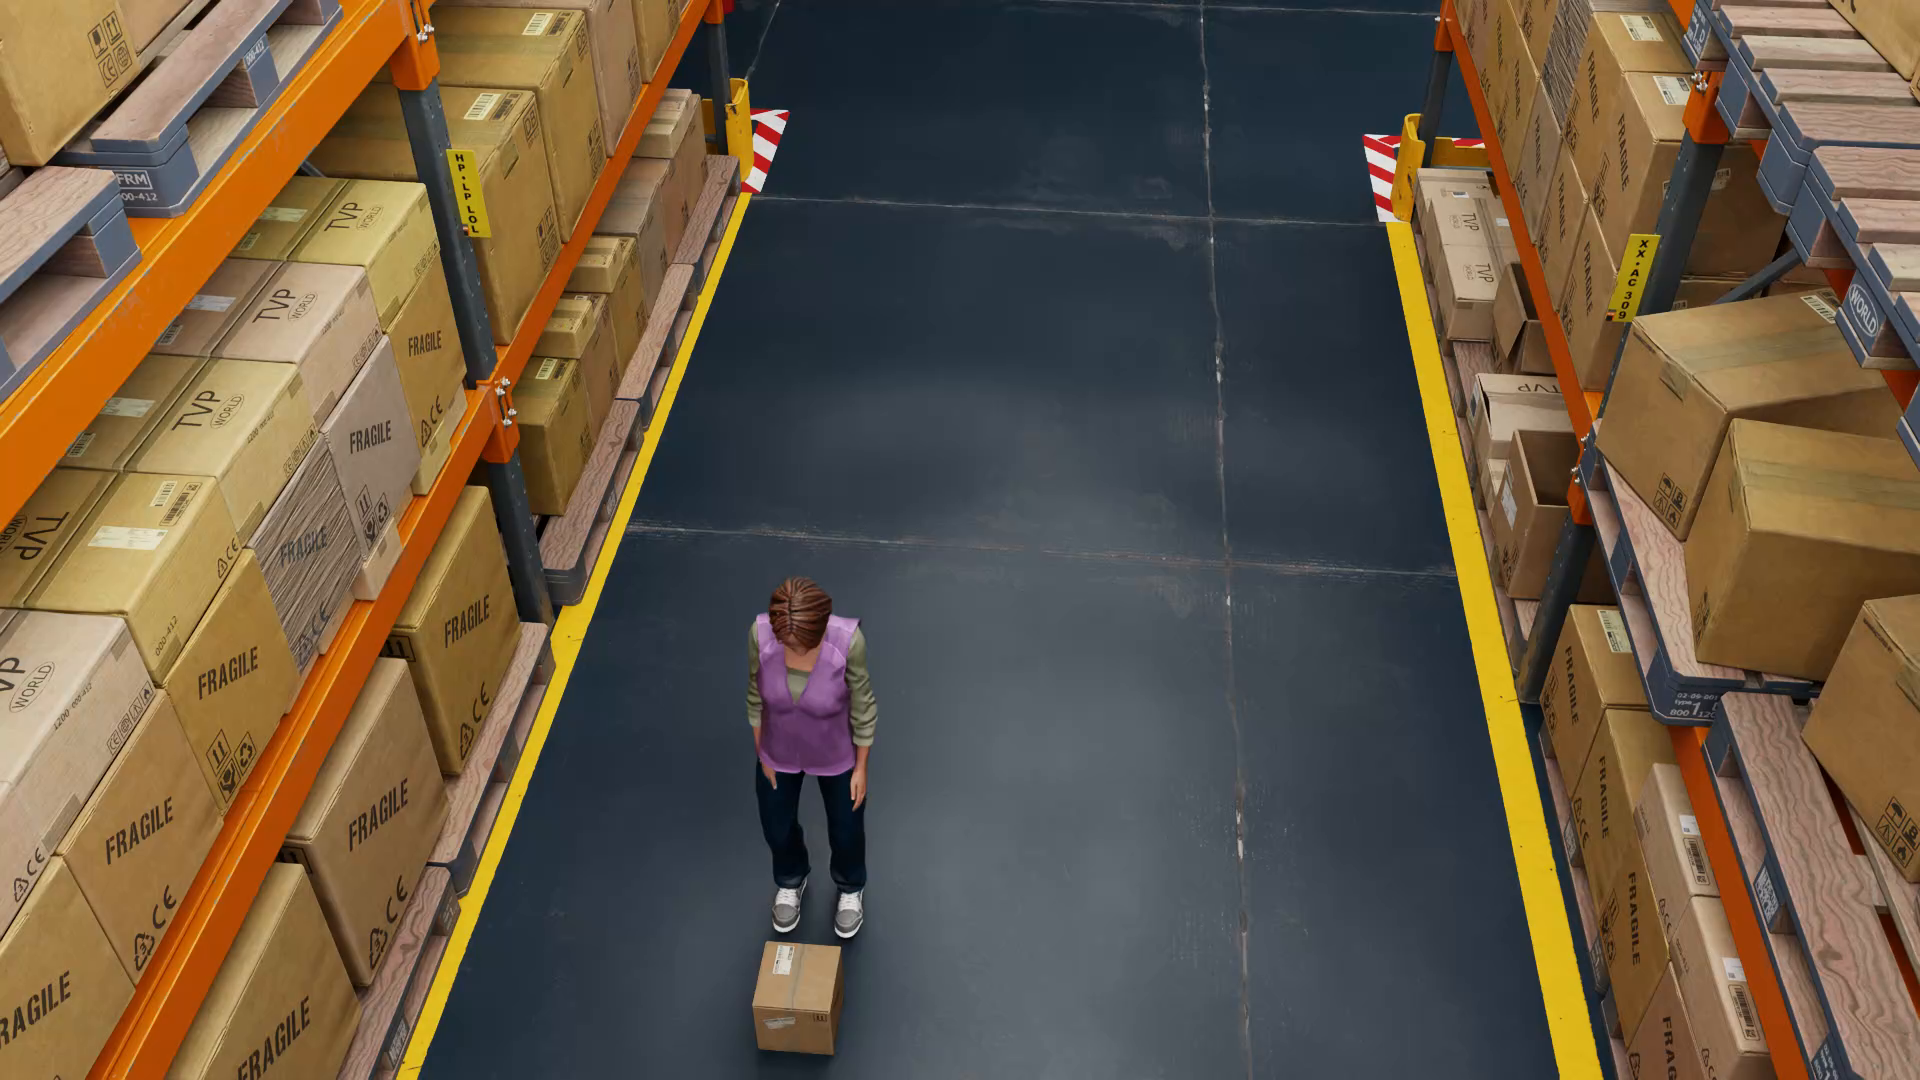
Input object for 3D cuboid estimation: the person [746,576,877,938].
[{"bbox_3d":[-0.464,0.696,5.375,0.417,1.578,0.341,4,41,5],"label":"person"}]
